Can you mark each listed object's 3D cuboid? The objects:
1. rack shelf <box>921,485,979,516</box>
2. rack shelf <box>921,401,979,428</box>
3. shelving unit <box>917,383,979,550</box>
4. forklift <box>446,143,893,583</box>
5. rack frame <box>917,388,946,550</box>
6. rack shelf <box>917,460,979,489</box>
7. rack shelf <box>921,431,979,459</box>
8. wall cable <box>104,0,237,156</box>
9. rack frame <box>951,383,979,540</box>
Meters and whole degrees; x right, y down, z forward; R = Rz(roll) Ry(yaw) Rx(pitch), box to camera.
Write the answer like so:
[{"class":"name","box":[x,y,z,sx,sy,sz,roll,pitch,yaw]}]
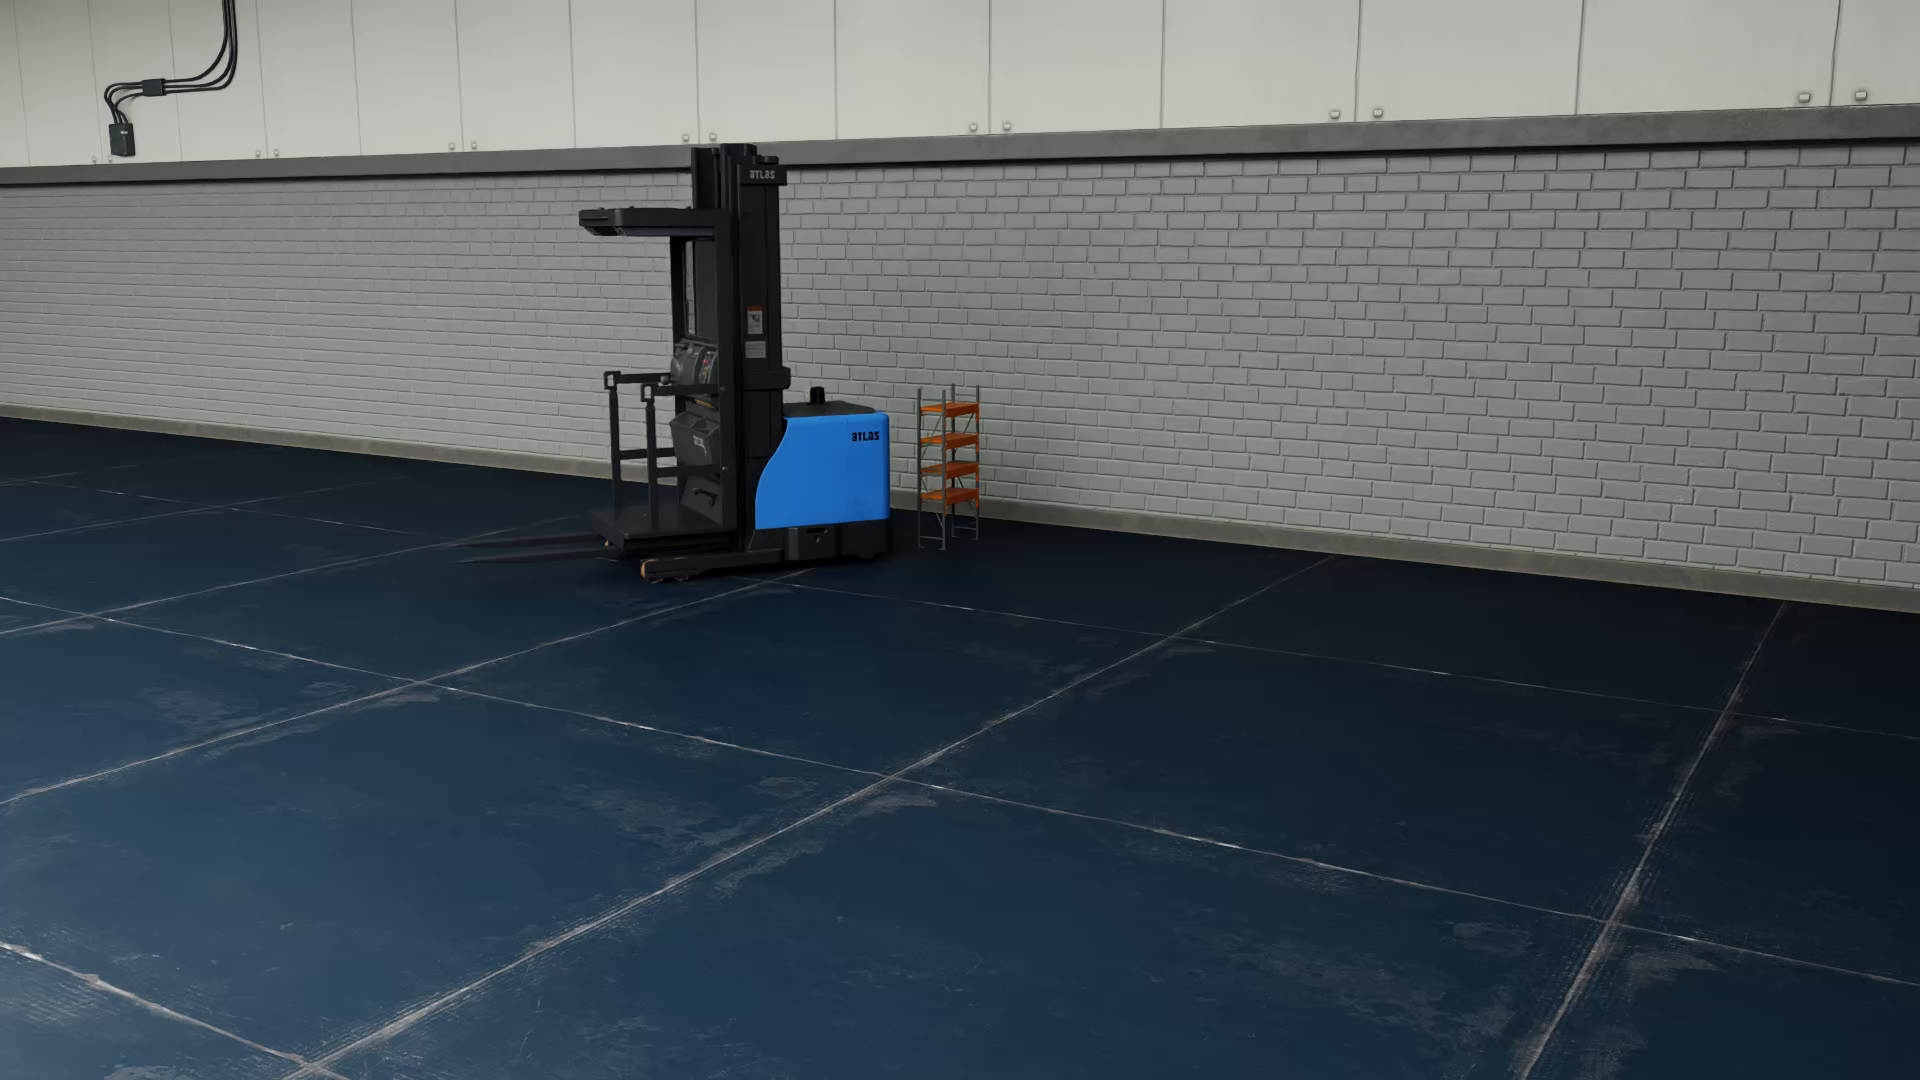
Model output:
[{"class":"rack shelf","box":[-0.086,-0.302,12.668,0.258,0.148,0.480,6,12,31]},{"class":"rack shelf","box":[-0.086,-0.950,12.547,0.258,0.148,0.480,6,12,31]},{"class":"shelving unit","box":[-0.086,-0.564,12.619,0.258,1.200,0.503,6,12,31]},{"class":"forklift","box":[-2.047,-1.256,11.615,3.031,2.935,1.130,-5,12,-25]},{"class":"rack frame","box":[-0.213,-0.525,12.414,0.240,1.200,0.015,6,12,31]},{"class":"rack shelf","box":[-0.086,-0.498,12.632,0.258,0.148,0.480,6,12,31]},{"class":"rack shelf","box":[-0.086,-0.717,12.590,0.258,0.148,0.480,6,12,31]},{"class":"wall cable","box":[-8.770,-7.275,18.034,2.305,6.003,0.169,6,12,31]},{"class":"rack frame","box":[0.041,-0.602,12.824,0.240,1.200,0.015,6,12,31]}]
